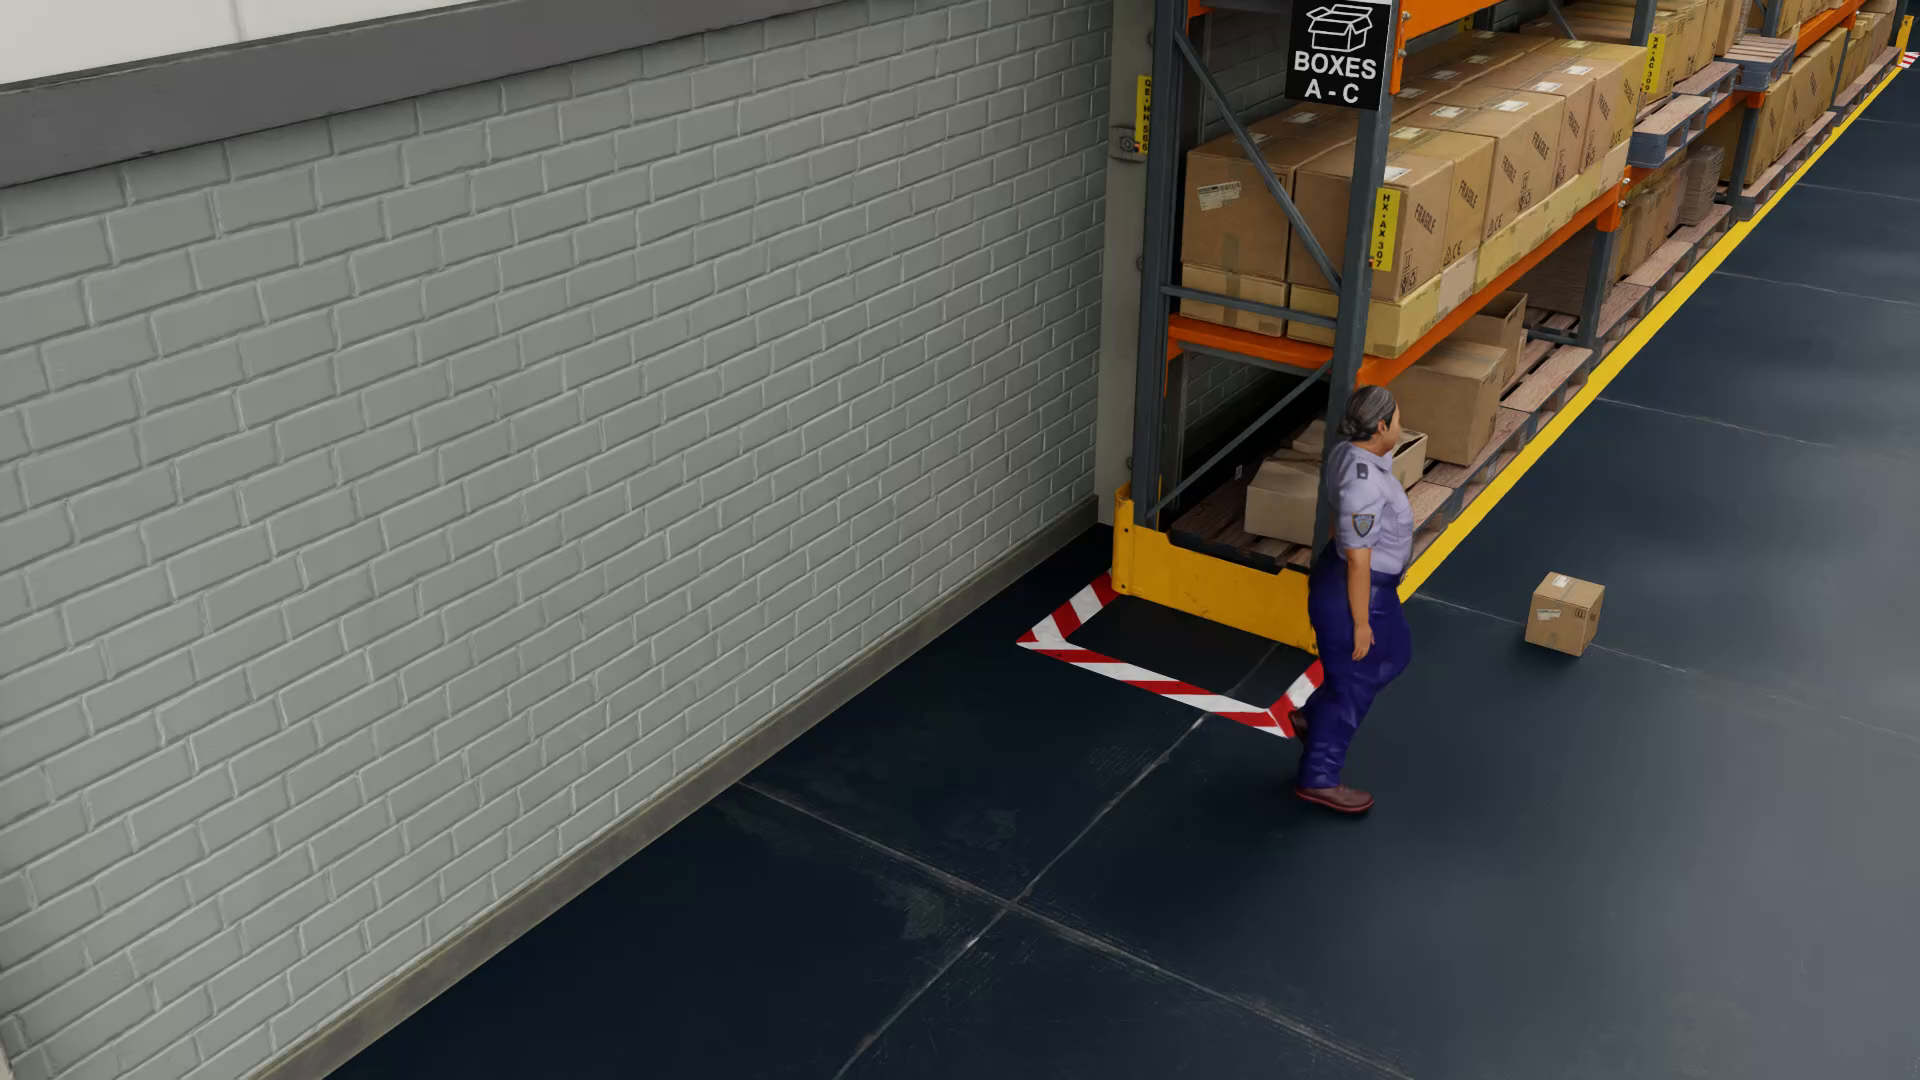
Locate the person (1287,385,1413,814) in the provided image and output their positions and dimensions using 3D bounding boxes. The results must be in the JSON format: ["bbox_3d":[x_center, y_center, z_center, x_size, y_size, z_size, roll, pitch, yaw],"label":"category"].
[{"bbox_3d":[1.507,0.218,6.184,0.431,1.628,0.536,4,27,8],"label":"person"}]
